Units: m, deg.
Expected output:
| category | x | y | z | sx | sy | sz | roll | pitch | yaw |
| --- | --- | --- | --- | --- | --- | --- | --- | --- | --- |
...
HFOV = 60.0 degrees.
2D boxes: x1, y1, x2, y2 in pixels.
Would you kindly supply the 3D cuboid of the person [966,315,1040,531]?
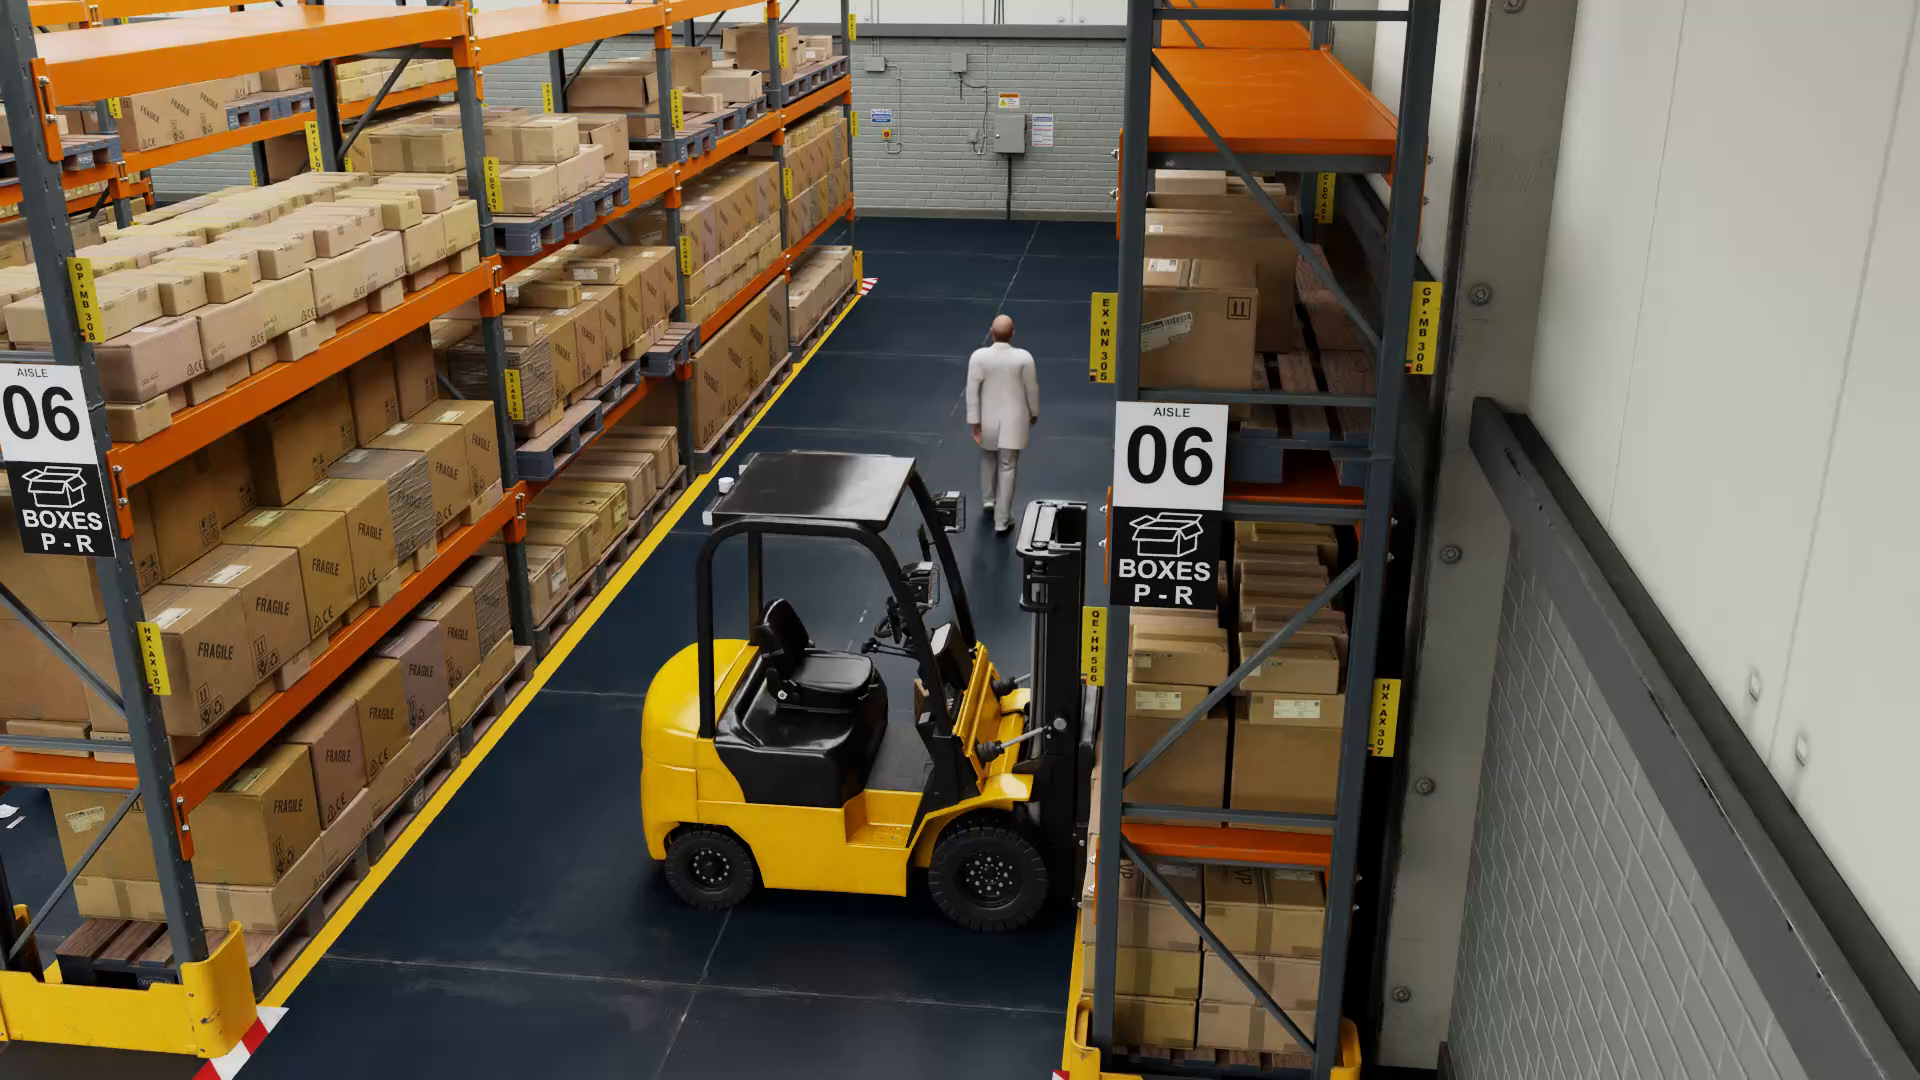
| category | x | y | z | sx | sy | sz | roll | pitch | yaw |
| --- | --- | --- | --- | --- | --- | --- | --- | --- | --- |
| person | 0.368 | -0.998 | 13.725 | 0.580 | 1.801 | 0.833 | 3 | 21 | 8 |
